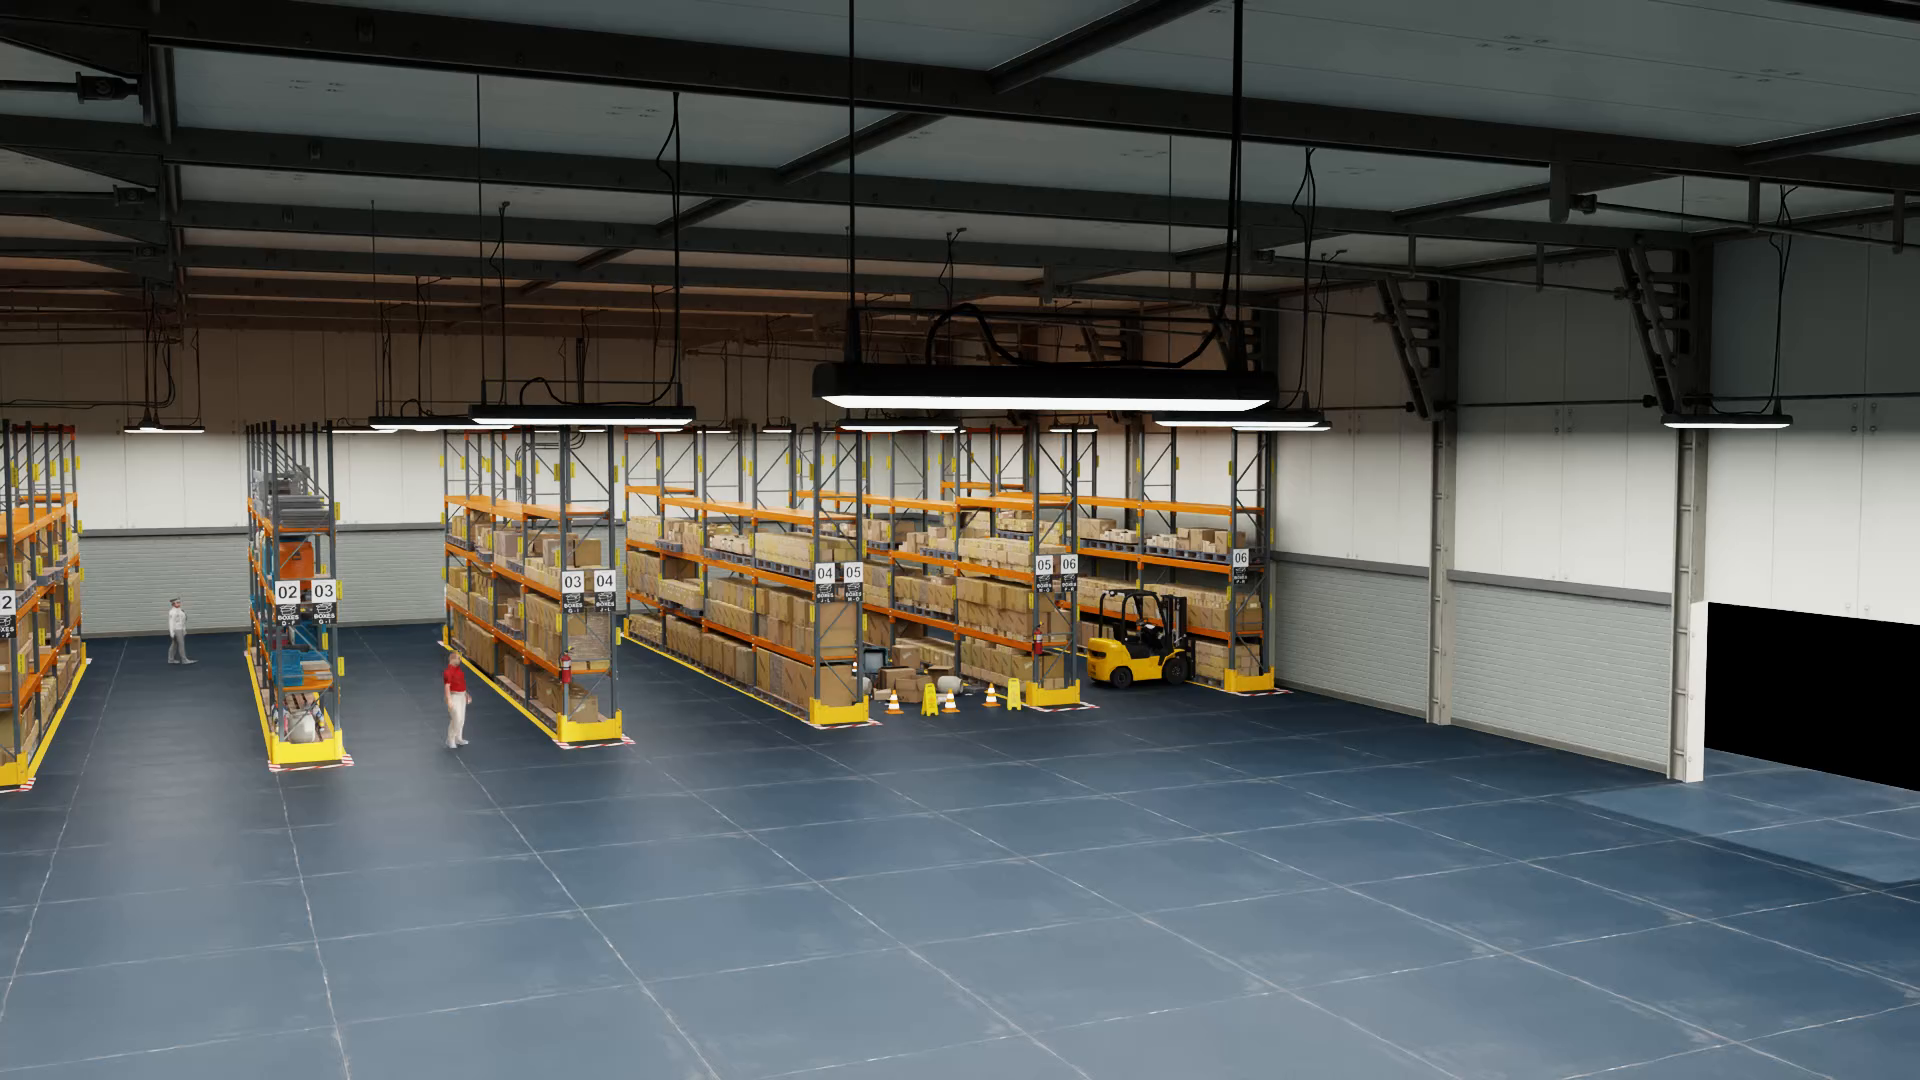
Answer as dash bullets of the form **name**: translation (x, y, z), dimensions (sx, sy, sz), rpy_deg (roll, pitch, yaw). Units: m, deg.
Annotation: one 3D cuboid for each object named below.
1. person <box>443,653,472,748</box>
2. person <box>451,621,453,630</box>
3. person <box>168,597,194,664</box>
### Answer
- **person**: translation (-9.316, 2.980, 30.793), dimensions (0.385, 1.803, 0.621), rpy_deg (1, 4, 10)
- **person**: translation (-14.287, 1.863, 47.493), dimensions (0.621, 1.750, 0.554), rpy_deg (1, 4, 15)
- **person**: translation (-19.605, 2.270, 41.830), dimensions (0.649, 1.671, 0.467), rpy_deg (-1, 4, -15)
